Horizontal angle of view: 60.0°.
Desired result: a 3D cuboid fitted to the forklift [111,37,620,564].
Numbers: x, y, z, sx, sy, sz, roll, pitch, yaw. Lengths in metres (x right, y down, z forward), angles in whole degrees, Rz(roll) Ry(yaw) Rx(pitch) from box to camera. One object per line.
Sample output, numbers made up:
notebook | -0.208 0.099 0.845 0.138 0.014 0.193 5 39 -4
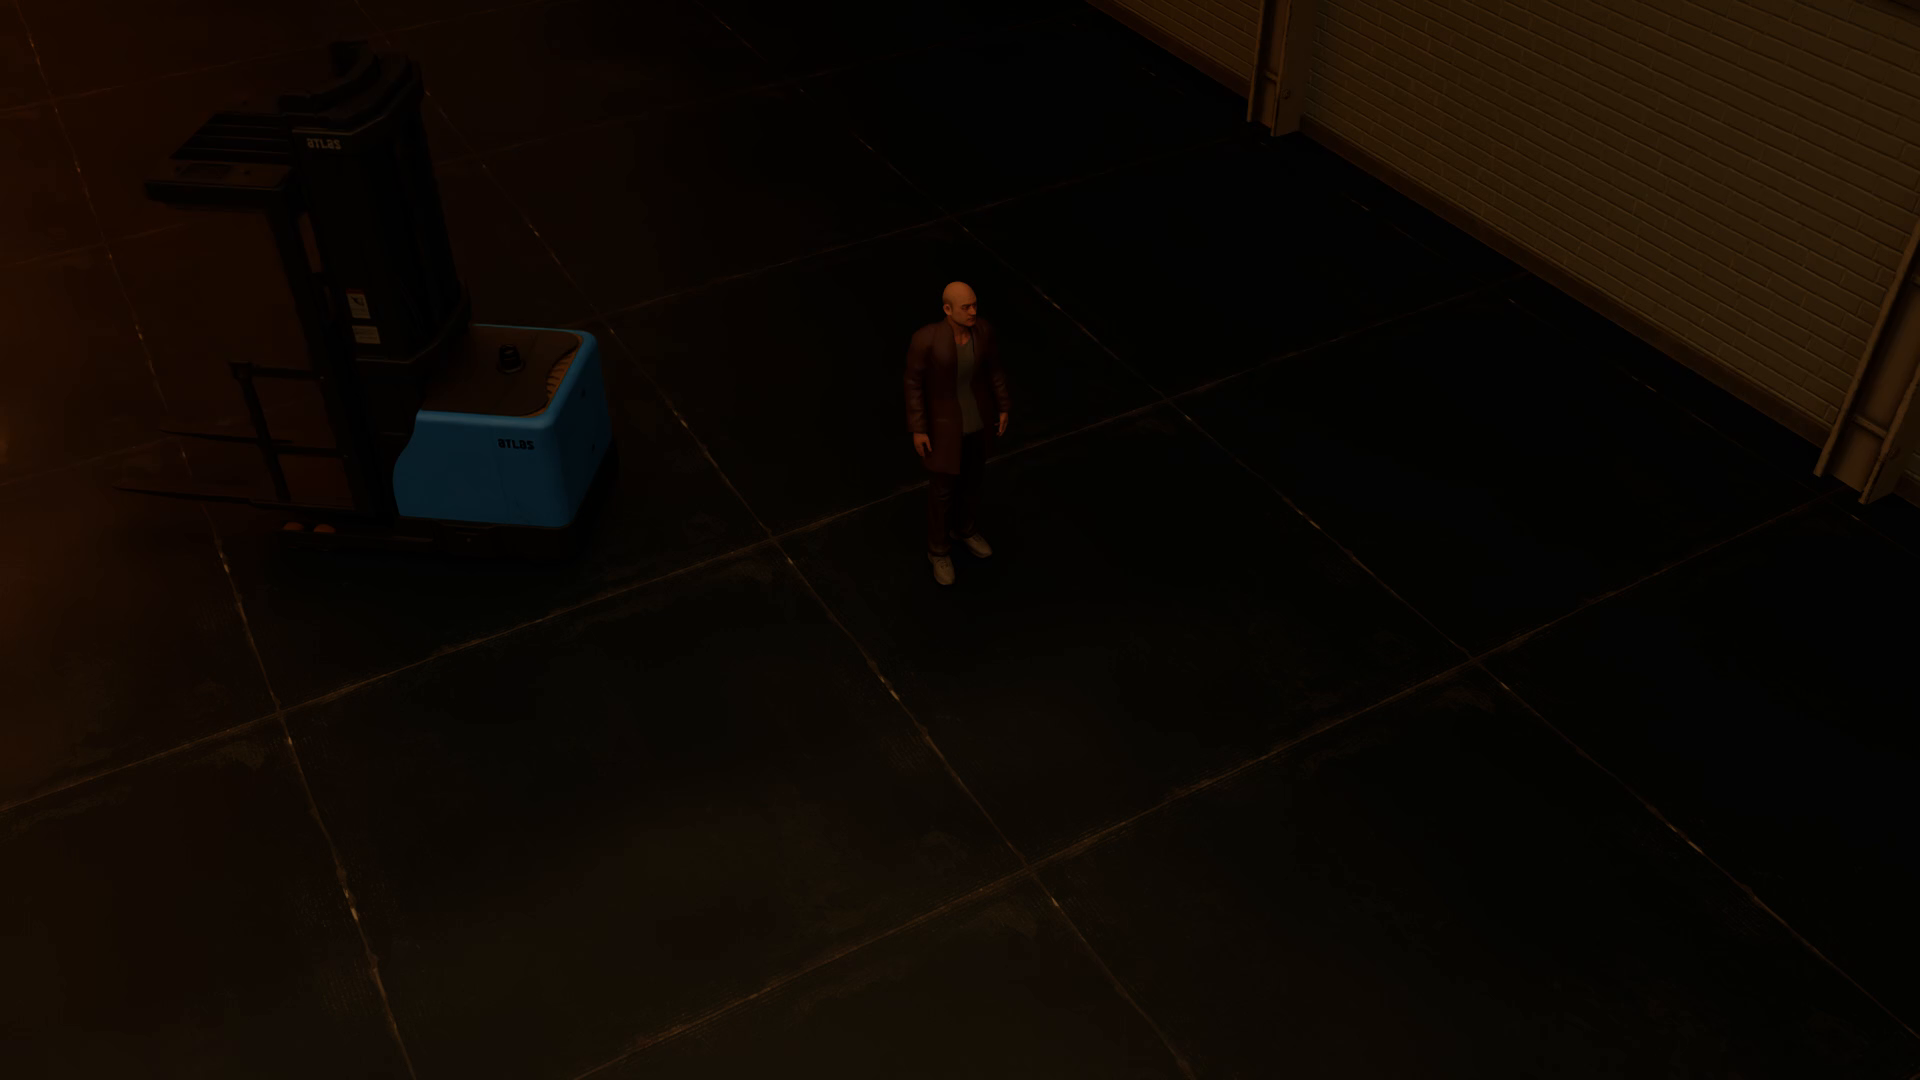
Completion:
forklift | -3.765 -1.391 9.714 3.031 2.935 1.130 4 40 5

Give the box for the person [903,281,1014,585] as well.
person | 0.043 -0.638 9.697 0.696 1.778 0.579 -20 44 -23
